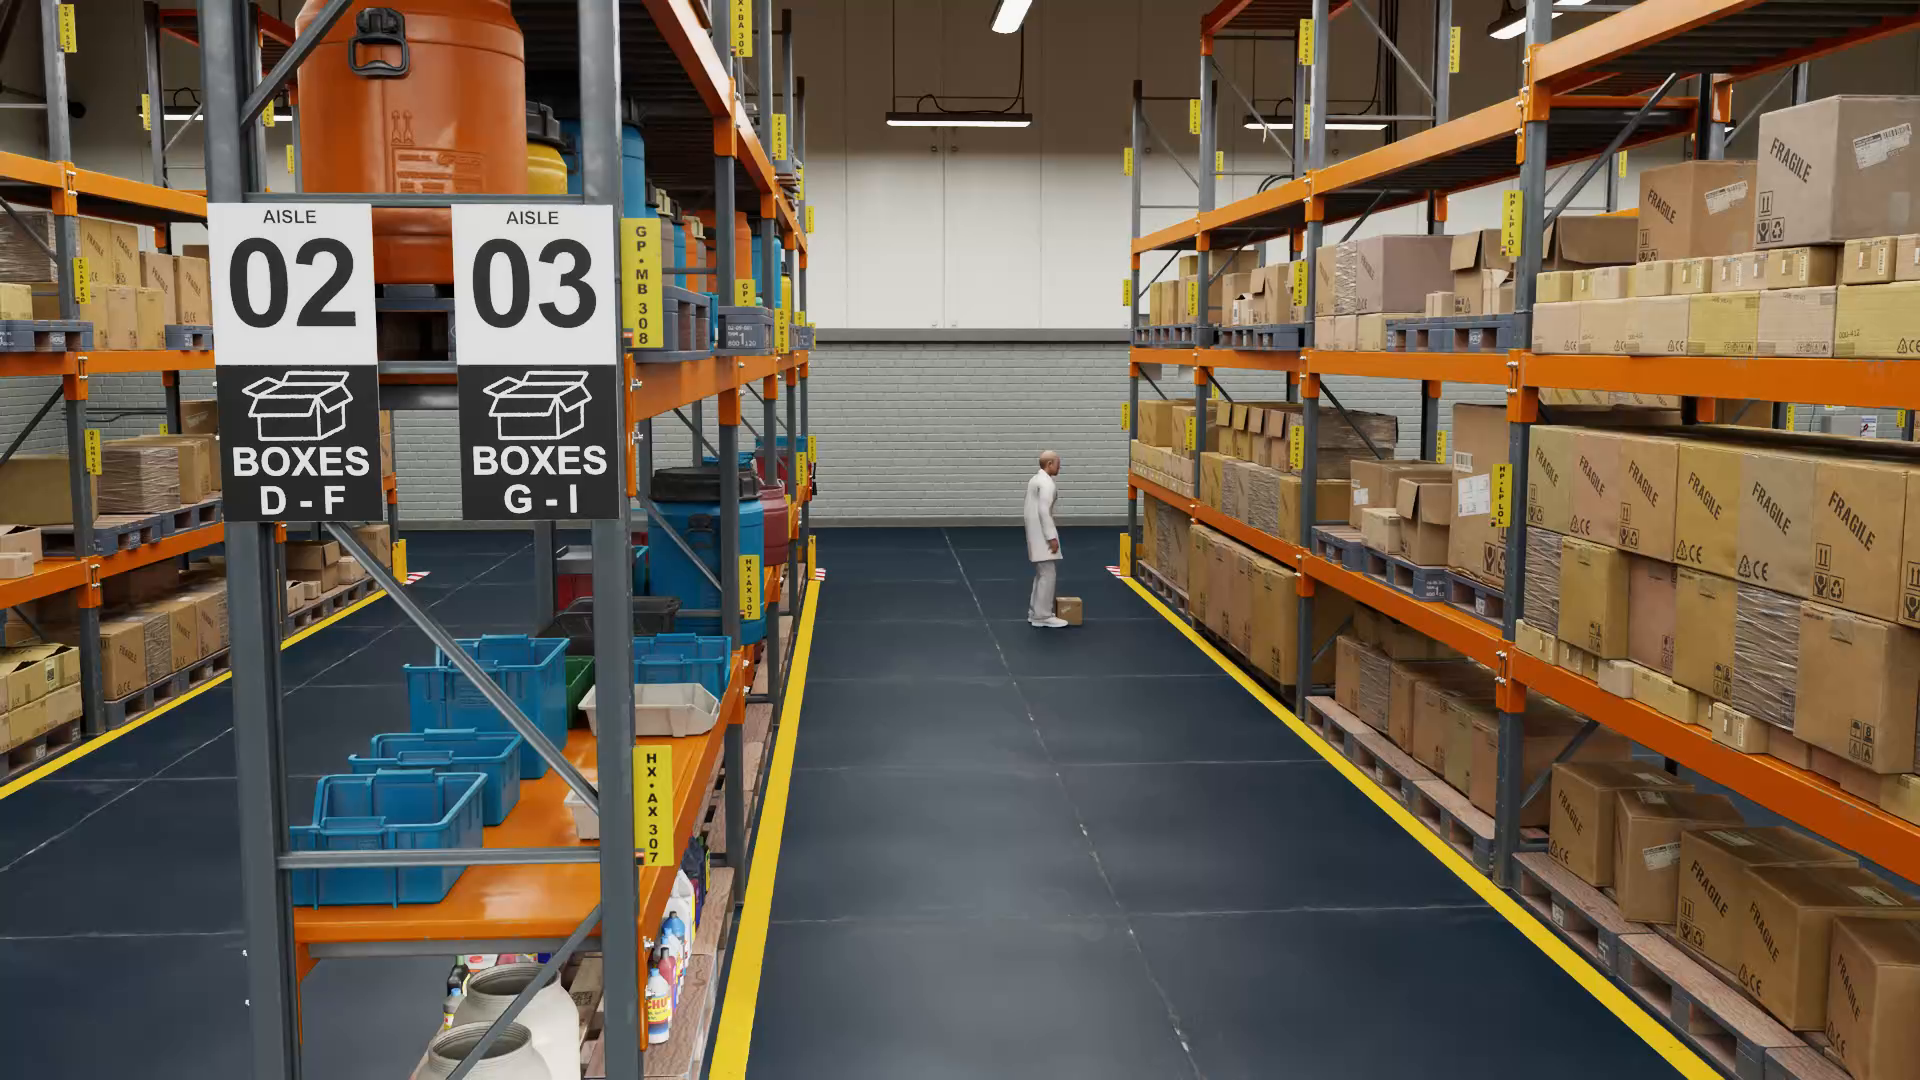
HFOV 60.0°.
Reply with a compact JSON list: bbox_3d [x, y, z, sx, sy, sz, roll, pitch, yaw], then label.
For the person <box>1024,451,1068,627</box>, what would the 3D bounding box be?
[{"bbox_3d":[0.868,-0.024,17.003,0.422,1.774,0.653,-1,7,-7],"label":"person"}]
